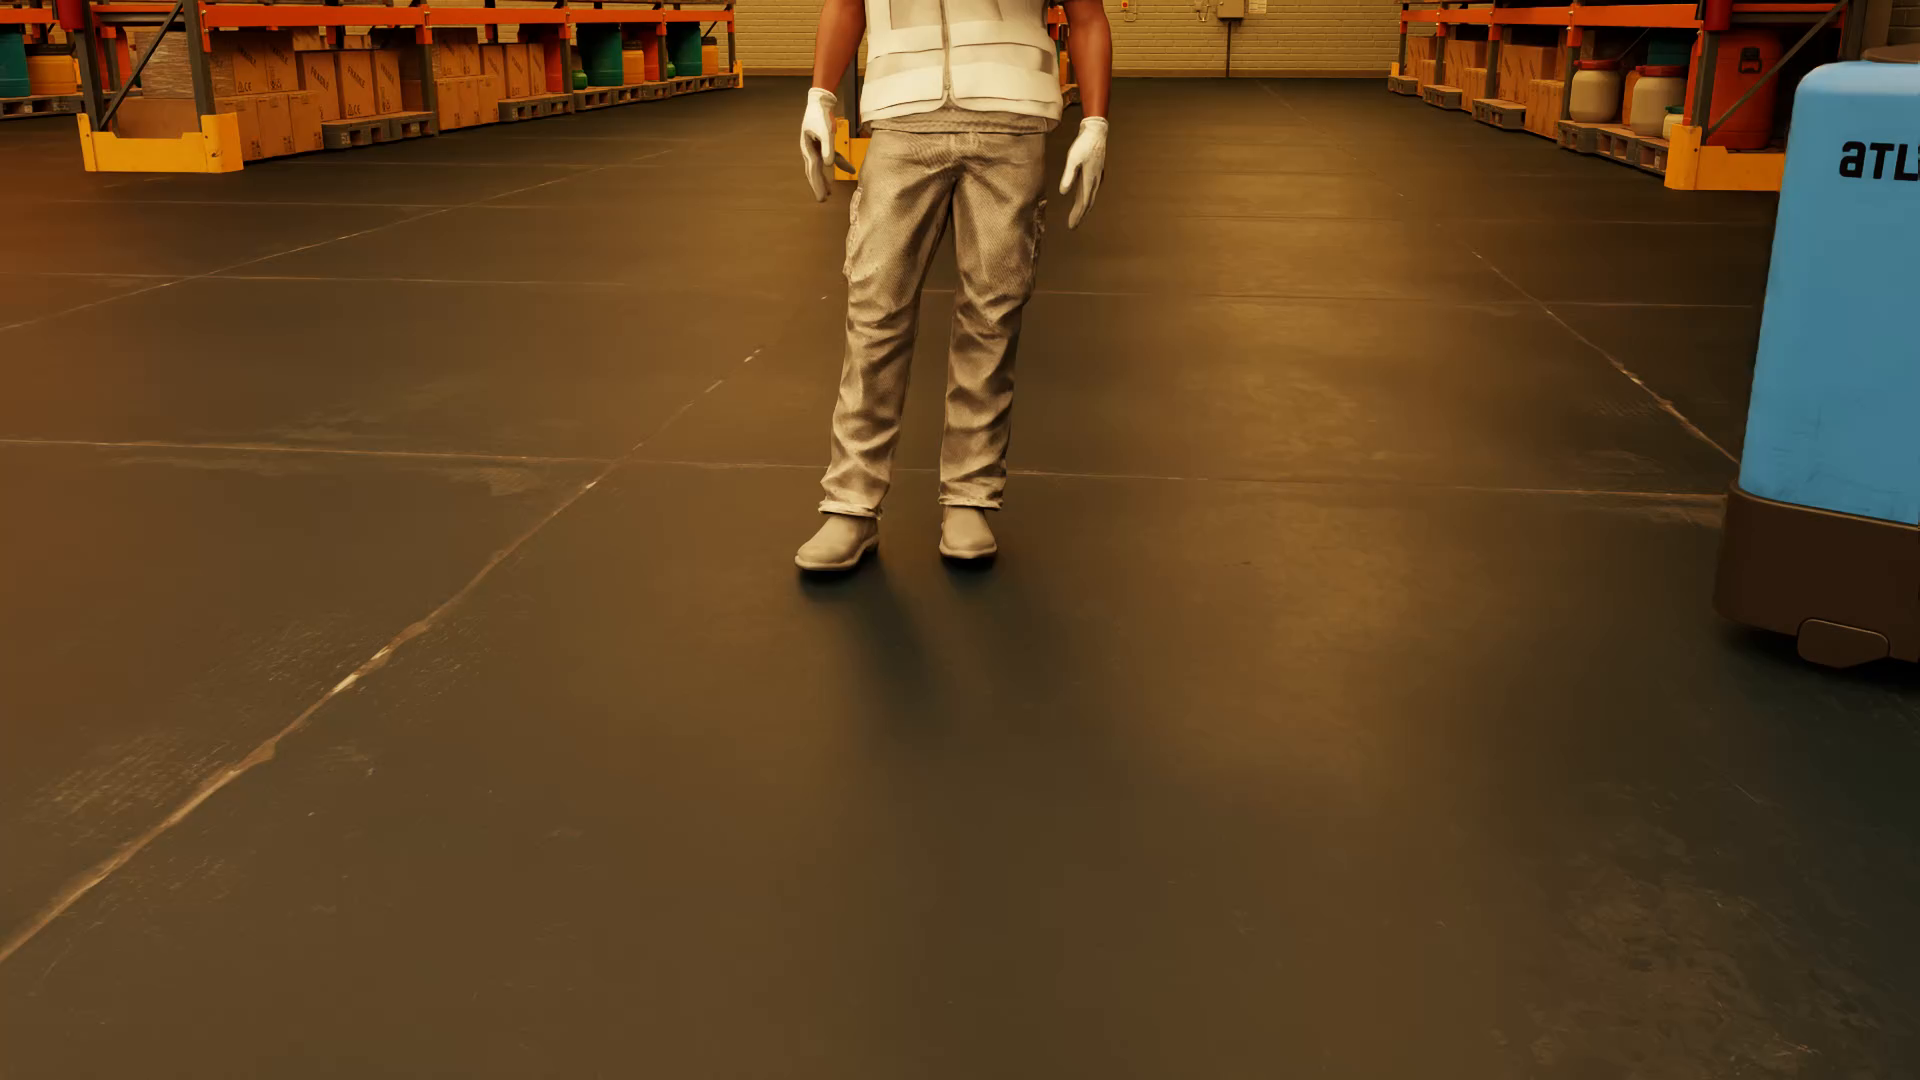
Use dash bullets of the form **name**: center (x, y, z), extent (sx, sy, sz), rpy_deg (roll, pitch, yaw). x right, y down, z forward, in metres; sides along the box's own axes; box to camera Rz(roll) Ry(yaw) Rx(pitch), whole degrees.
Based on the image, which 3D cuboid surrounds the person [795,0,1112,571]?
- **person**: center (-0.018, -0.836, 3.489), extent (0.656, 1.782, 0.577), rpy_deg (2, 18, 7)

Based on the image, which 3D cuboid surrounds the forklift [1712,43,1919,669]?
- **forklift**: center (2.865, -1.001, 2.125), extent (3.031, 2.935, 1.130), rpy_deg (15, 23, 40)
